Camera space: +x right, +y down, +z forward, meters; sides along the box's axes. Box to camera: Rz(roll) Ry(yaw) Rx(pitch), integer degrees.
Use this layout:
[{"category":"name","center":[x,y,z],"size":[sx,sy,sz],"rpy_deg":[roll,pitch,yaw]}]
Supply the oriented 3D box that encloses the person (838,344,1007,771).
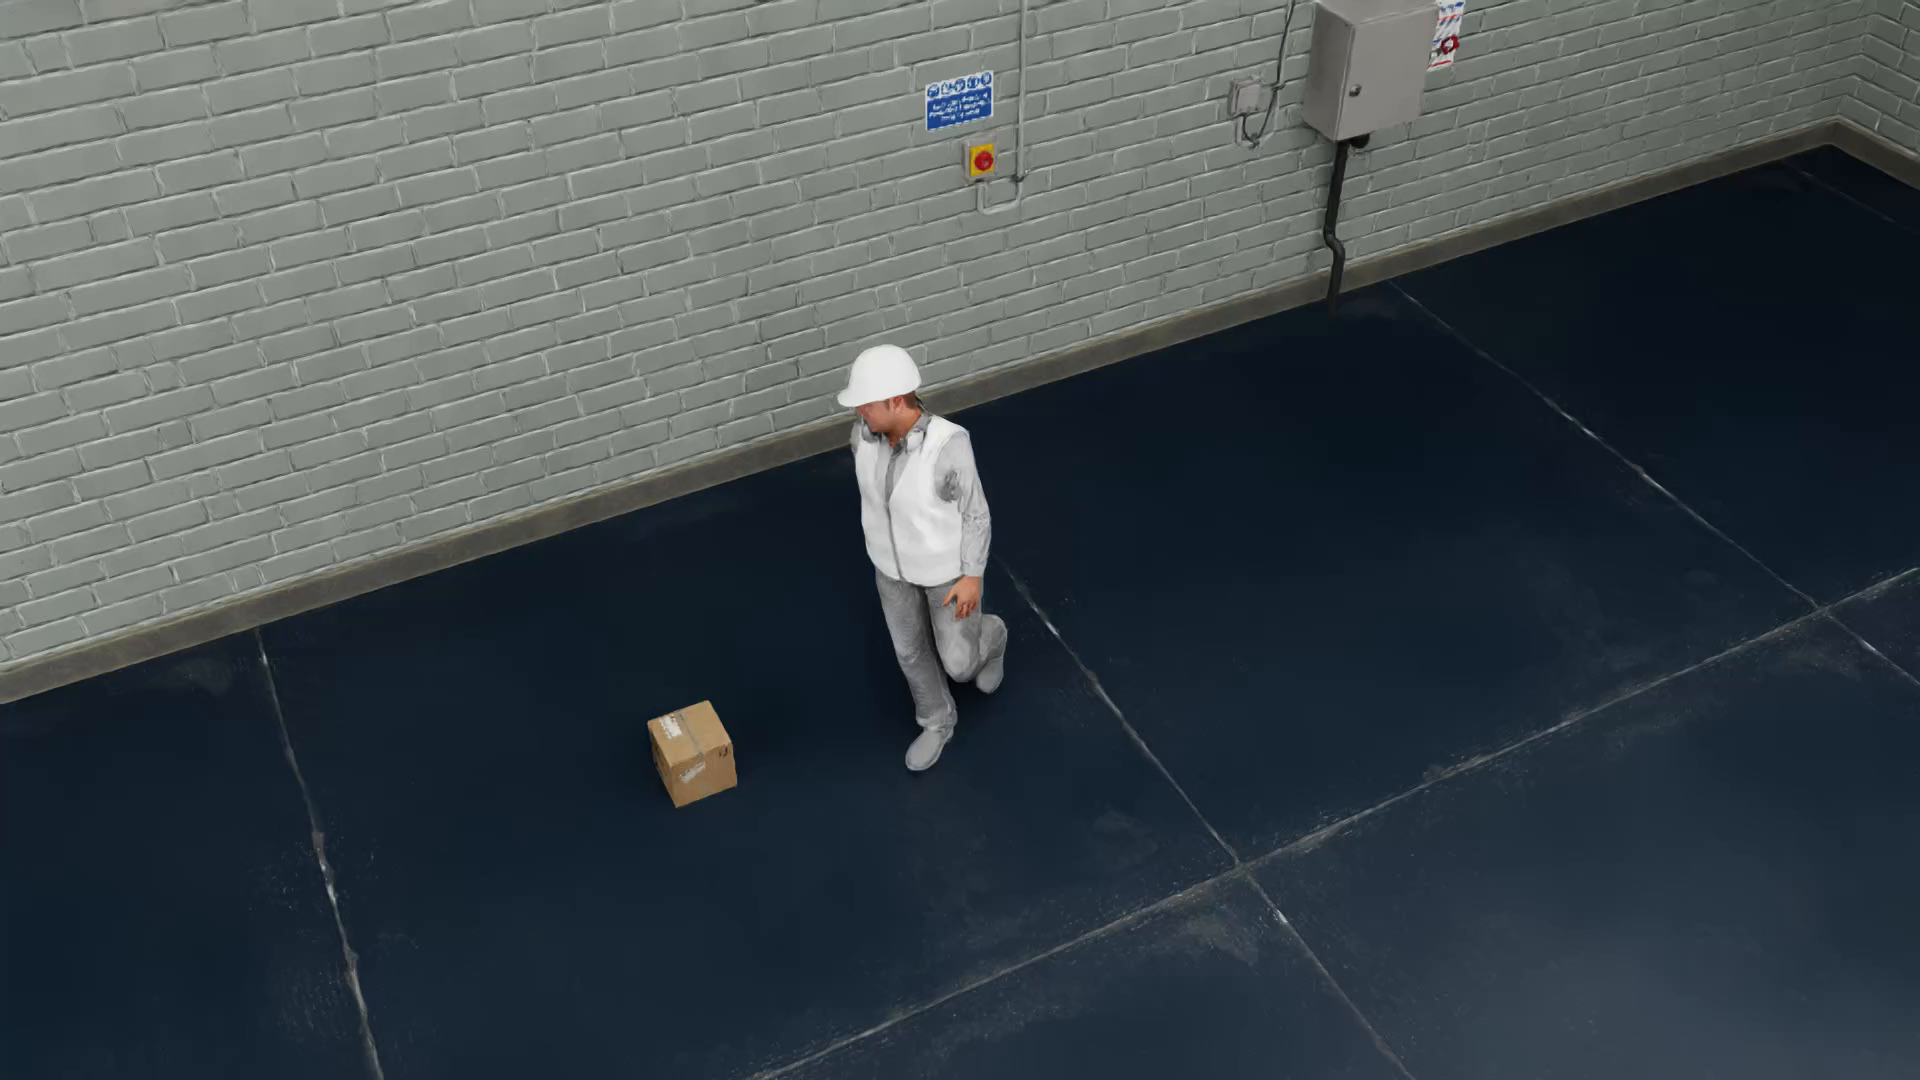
[{"category":"person","center":[-0.124,0.033,6.122],"size":[0.585,1.749,0.661],"rpy_deg":[20,45,21]}]
